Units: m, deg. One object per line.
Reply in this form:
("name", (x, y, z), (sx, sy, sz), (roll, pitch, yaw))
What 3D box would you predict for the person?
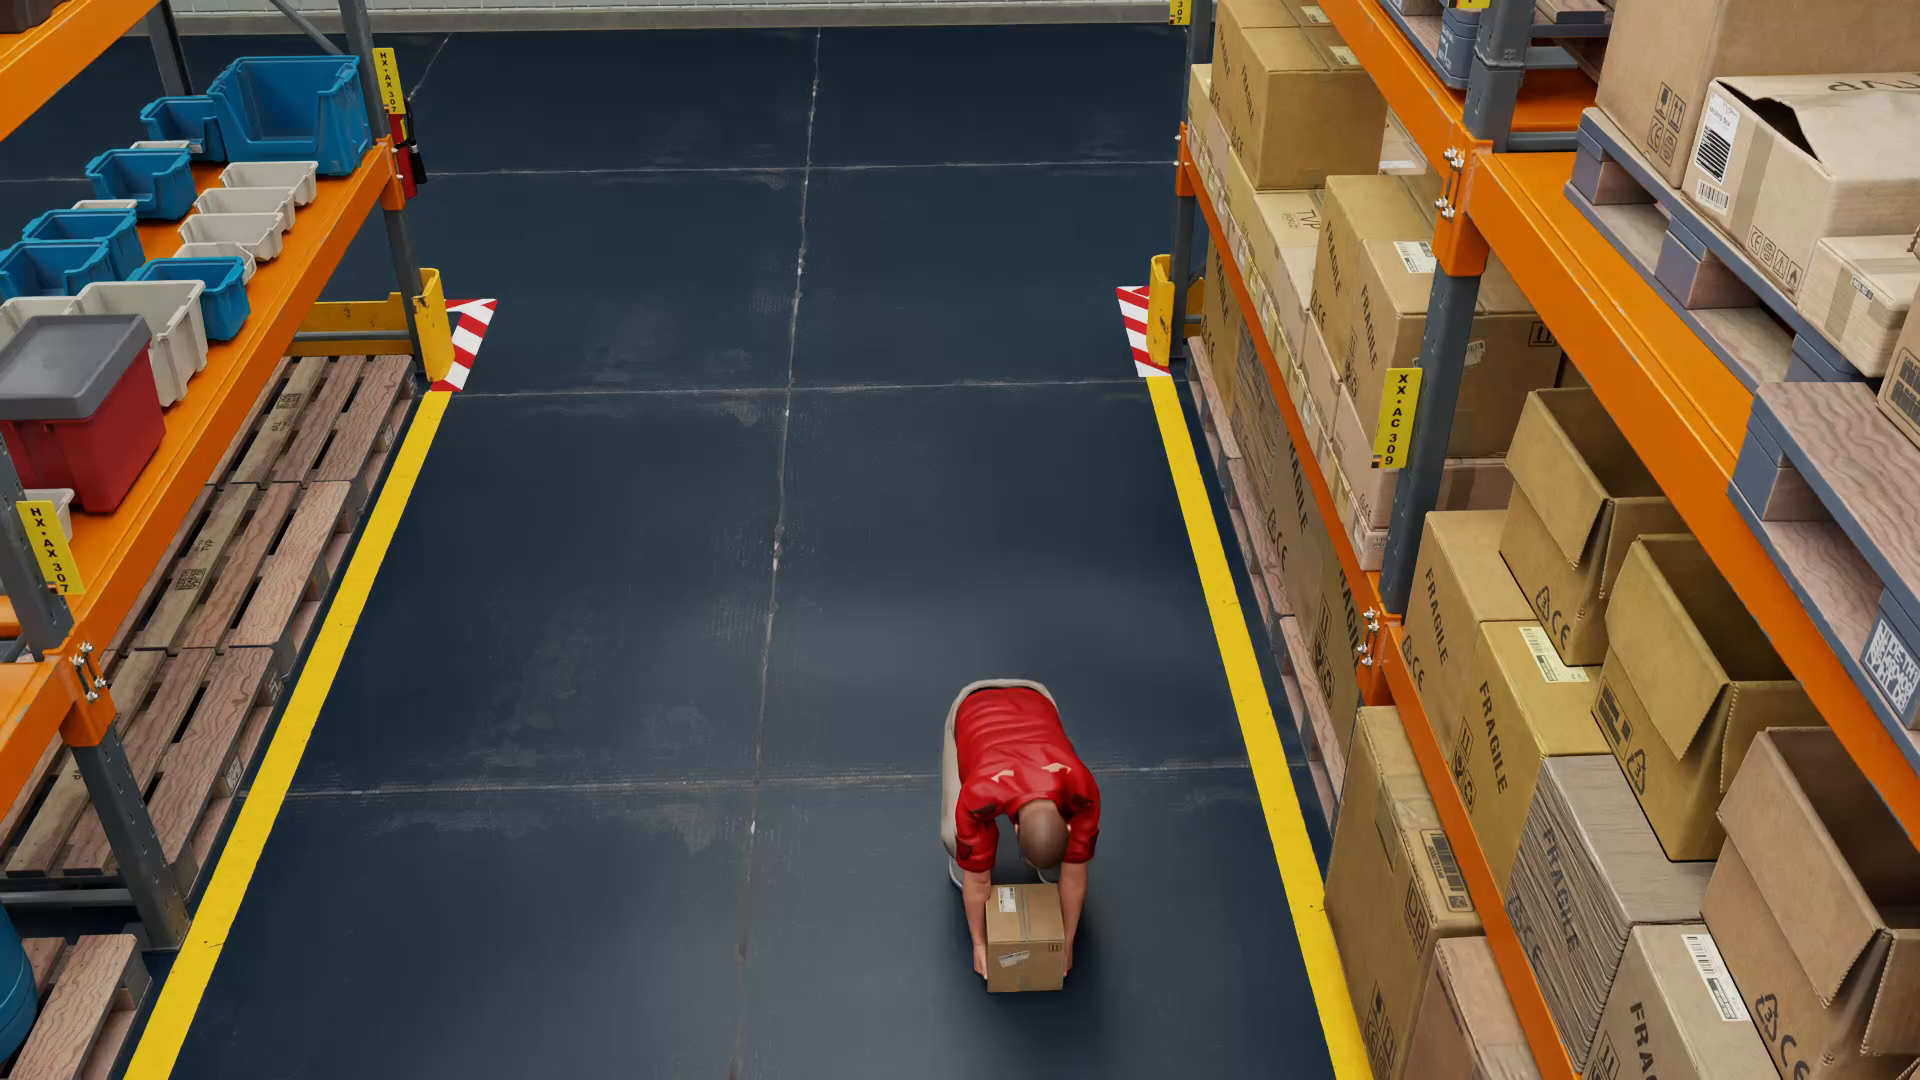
("person", (0.192, 0.946, 5.664), (0.527, 0.789, 0.939), (-2, 35, -3))
